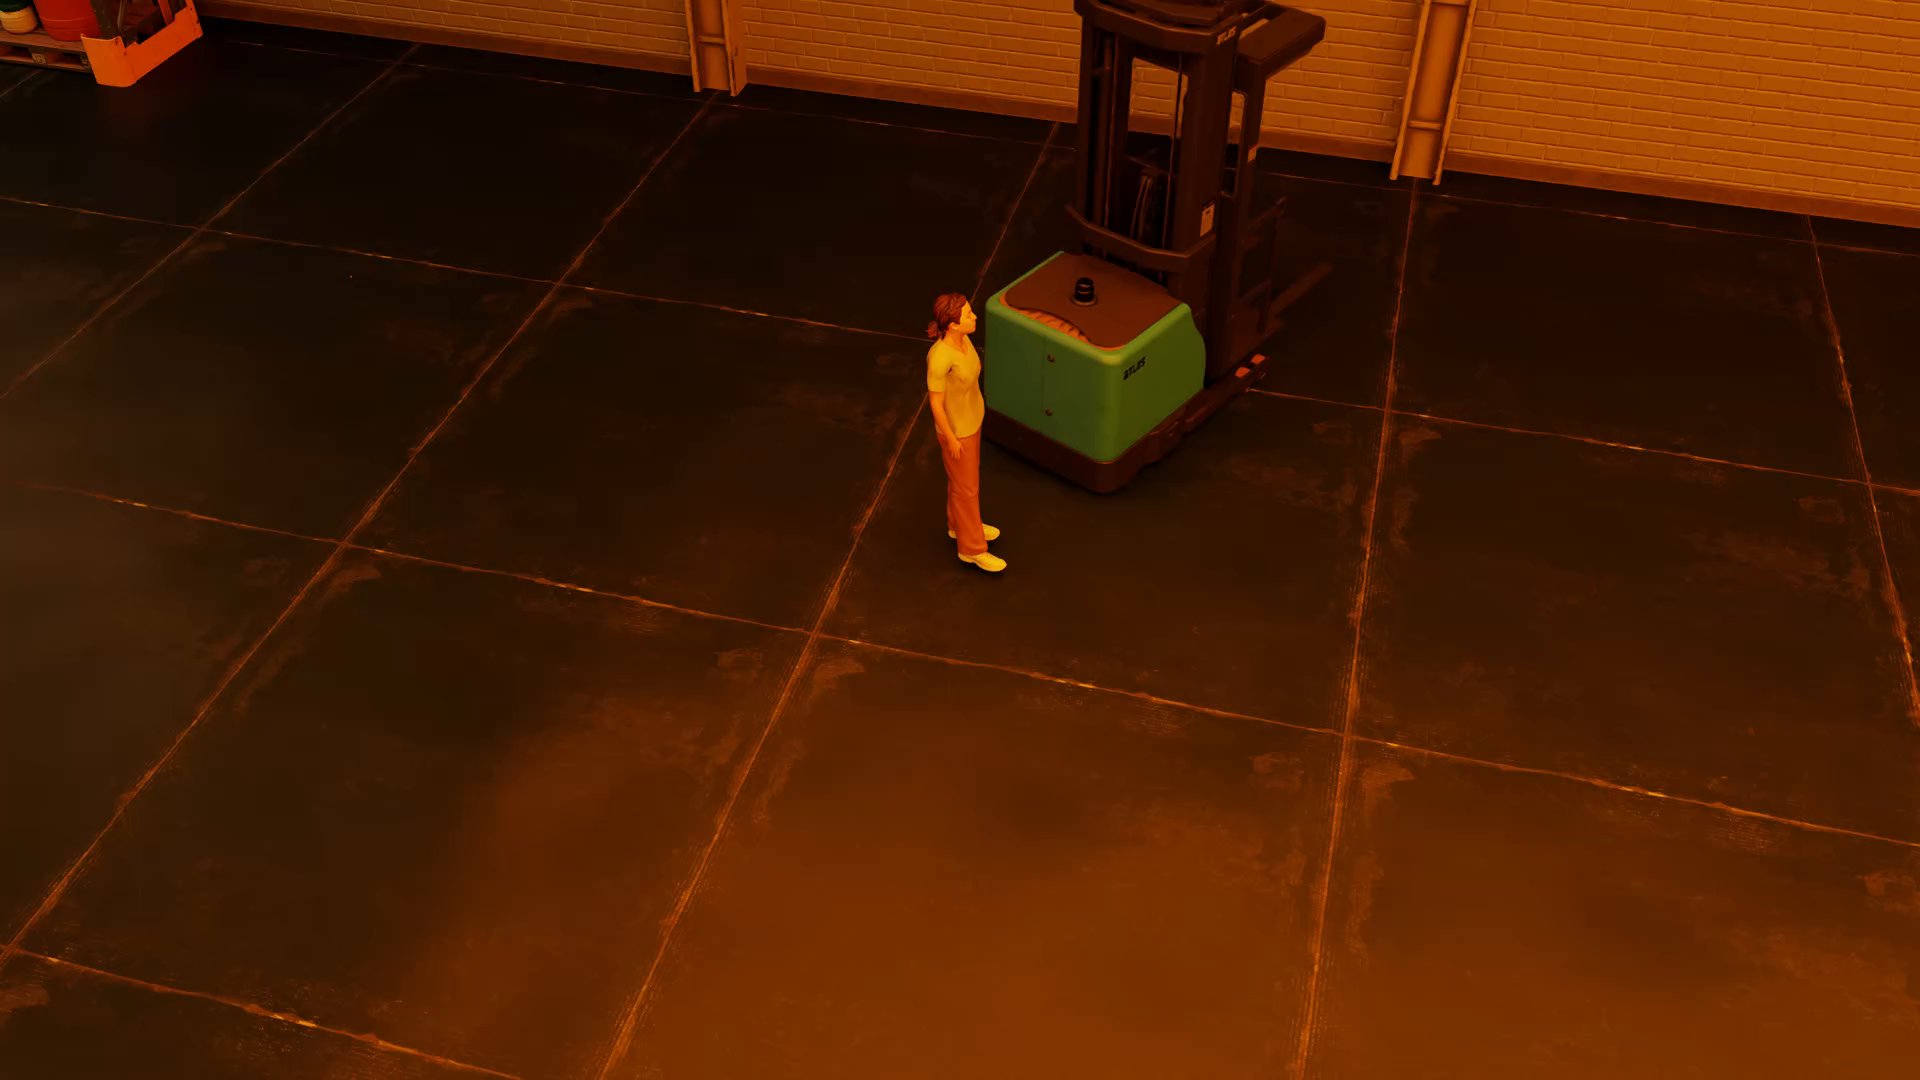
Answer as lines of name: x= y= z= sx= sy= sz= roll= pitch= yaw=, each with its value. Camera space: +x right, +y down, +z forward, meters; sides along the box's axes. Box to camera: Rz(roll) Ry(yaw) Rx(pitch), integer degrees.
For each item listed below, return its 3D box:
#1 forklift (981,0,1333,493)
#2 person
forklift: x=1.468 y=-2.295 z=10.479 sx=1.130 sy=2.935 sz=3.031 roll=29 pitch=49 yaw=29
person: x=0.068 y=-0.646 z=9.479 sx=0.549 sy=1.676 sz=0.553 roll=10 pitch=42 yaw=11
